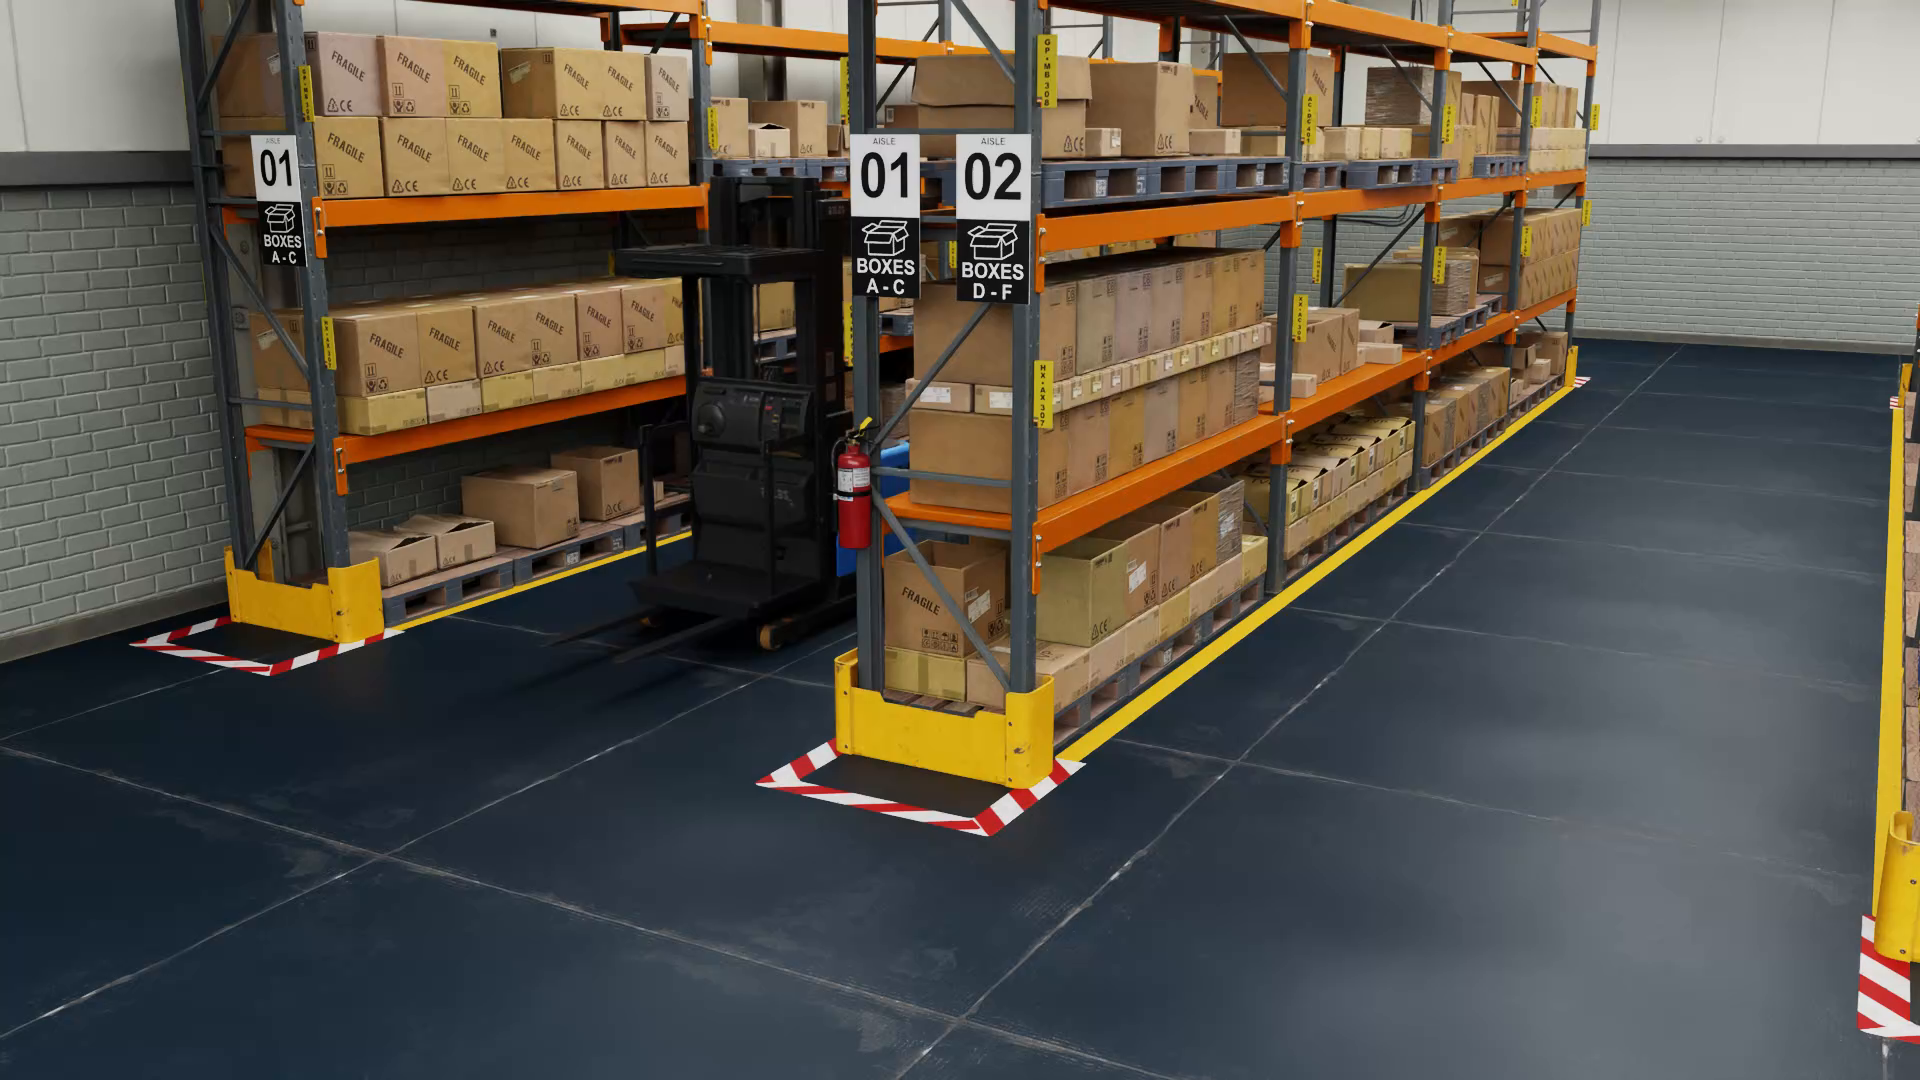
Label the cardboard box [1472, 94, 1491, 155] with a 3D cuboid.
[{"bbox_3d":[5.110,-4.296,17.228,0.600,0.600,0.600,7,15,27],"label":"cardboard box"}]

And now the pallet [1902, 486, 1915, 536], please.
[{"bbox_3d":[8.466,-0.199,13.908,1.003,0.211,1.213,7,15,28],"label":"pallet"}]

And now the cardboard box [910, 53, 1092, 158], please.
[{"bbox_3d":[0.202,-2.207,8.472,0.797,0.503,0.637,9,16,32],"label":"cardboard box"}]

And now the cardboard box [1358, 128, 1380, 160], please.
[{"bbox_3d":[3.093,-3.214,13.490,0.500,0.250,0.500,7,15,27],"label":"cardboard box"}]

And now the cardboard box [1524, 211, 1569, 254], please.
[{"bbox_3d":[7.190,-3.793,20.519,0.500,0.500,0.500,8,16,30],"label":"cardboard box"}]

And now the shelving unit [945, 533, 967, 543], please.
[{"bbox_3d":[0.026,-0.521,13.456,0.215,1.050,0.252,7,15,28],"label":"shelving unit"}]

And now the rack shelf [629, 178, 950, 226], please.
[{"bbox_3d":[-1.518,-3.209,15.577,1.077,0.370,4.000,7,15,28],"label":"rack shelf"}]

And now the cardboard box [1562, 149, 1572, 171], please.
[{"bbox_3d":[7.156,-4.636,20.283,0.500,0.250,0.500,7,15,28],"label":"cardboard box"}]

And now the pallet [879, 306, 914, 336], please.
[{"bbox_3d":[-0.802,-2.259,16.913,1.213,0.211,1.003,7,15,28],"label":"pallet"}]

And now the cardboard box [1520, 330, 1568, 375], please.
[{"bbox_3d":[7.608,-2.451,21.693,0.500,0.500,0.500,7,15,28],"label":"cardboard box"}]

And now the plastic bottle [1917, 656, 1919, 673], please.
[{"bbox_3d":[5.518,0.628,9.401,0.152,0.276,0.135,8,16,30],"label":"plastic bottle"}]

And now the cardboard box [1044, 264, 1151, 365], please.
[{"bbox_3d":[0.675,-1.305,9.566,0.700,0.500,0.500,7,15,28],"label":"cardboard box"}]

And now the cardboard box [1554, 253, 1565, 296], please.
[{"bbox_3d":[7.183,-3.309,20.644,0.500,0.500,0.500,8,15,28],"label":"cardboard box"}]

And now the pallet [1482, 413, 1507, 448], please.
[{"bbox_3d":[5.361,-1.244,18.243,1.003,0.211,1.213,7,15,28],"label":"pallet"}]

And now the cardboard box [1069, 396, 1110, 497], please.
[{"bbox_3d":[0.407,-0.560,9.242,0.700,0.500,0.500,8,16,29],"label":"cardboard box"}]

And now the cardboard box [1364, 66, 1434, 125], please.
[{"bbox_3d":[4.004,-4.032,15.110,0.500,0.500,0.500,7,15,28],"label":"cardboard box"}]

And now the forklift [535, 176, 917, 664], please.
[{"bbox_3d":[-1.486,-0.842,10.772,1.130,2.935,3.031,8,16,30],"label":"forklift"}]

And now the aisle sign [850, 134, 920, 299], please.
[{"bbox_3d":[-0.369,-1.592,8.191,0.394,0.787,0.004,7,15,28],"label":"aisle sign"}]

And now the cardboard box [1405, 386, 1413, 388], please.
[{"bbox_3d":[4.533,-1.382,17.259,0.500,0.500,0.500,7,15,26],"label":"cardboard box"}]

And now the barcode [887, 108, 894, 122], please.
[{"bbox_3d":[-0.356,-2.166,8.478,0.001,0.075,0.075,7,15,28],"label":"barcode"}]

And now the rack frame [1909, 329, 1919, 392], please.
[{"bbox_3d":[11.989,-3.029,19.699,1.000,3.000,0.127,7,15,28],"label":"rack frame"}]

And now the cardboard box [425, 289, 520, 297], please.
[{"bbox_3d":[-3.635,-1.603,12.461,0.500,0.500,0.500,8,16,29],"label":"cardboard box"}]

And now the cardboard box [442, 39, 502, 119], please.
[{"bbox_3d":[-3.495,-3.127,11.314,0.500,0.500,0.500,8,16,30],"label":"cardboard box"}]

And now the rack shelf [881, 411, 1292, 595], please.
[{"bbox_3d":[0.887,-0.369,10.200,1.077,0.370,4.000,7,15,28],"label":"rack shelf"}]

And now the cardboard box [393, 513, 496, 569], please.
[{"bbox_3d":[-3.729,-0.025,12.034,0.500,0.311,0.500,9,16,33],"label":"cardboard box"}]

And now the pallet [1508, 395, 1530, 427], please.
[{"bbox_3d":[6.054,-1.556,19.537,1.003,0.211,1.213,7,15,28],"label":"pallet"}]

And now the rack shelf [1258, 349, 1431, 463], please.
[{"bbox_3d":[2.821,-1.190,13.604,1.077,0.370,4.000,7,15,28],"label":"rack shelf"}]

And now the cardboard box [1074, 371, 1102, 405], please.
[{"bbox_3d":[0.545,-0.834,8.996,0.380,0.149,0.250,7,15,28],"label":"cardboard box"}]

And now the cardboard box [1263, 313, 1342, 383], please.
[{"bbox_3d":[2.736,-1.544,13.327,0.500,0.500,0.500,7,15,28],"label":"cardboard box"}]

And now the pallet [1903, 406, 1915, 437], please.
[{"bbox_3d":[10.966,-1.260,18.308,1.003,0.211,1.213,7,15,28],"label":"pallet"}]

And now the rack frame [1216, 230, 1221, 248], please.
[{"bbox_3d":[3.317,-4.152,24.355,1.000,3.000,0.127,7,15,28],"label":"rack frame"}]

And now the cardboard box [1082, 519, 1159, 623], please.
[{"bbox_3d":[0.844,0.168,9.809,0.500,0.500,0.500,7,15,28],"label":"cardboard box"}]

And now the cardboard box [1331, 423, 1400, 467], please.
[{"bbox_3d":[3.504,-0.847,14.422,0.500,0.311,0.500,7,15,27],"label":"cardboard box"}]

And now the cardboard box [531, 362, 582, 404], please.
[{"bbox_3d":[-3.168,-1.186,12.328,0.500,0.250,0.500,8,15,29],"label":"cardboard box"}]

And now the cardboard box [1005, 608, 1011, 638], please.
[{"bbox_3d":[0.152,0.576,9.713,0.500,0.250,0.500,7,15,28],"label":"cardboard box"}]

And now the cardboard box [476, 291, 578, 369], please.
[{"bbox_3d":[-3.182,-1.547,12.229,0.500,0.500,0.500,8,16,30],"label":"cardboard box"}]

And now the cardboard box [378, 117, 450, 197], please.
[{"bbox_3d":[-3.747,-2.532,10.980,0.500,0.500,0.500,9,16,32],"label":"cardboard box"}]

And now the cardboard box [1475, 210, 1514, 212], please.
[{"bbox_3d":[6.717,-3.855,20.775,0.500,0.500,0.500,8,16,29],"label":"cardboard box"}]

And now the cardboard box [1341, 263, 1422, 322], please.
[{"bbox_3d":[3.993,-2.345,15.750,0.700,0.500,0.500,2,14,9],"label":"cardboard box"}]

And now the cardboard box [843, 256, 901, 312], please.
[{"bbox_3d":[-1.016,-2.558,16.590,0.700,0.500,0.500,6,15,23],"label":"cardboard box"}]

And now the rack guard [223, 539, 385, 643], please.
[{"bbox_3d":[-4.381,0.330,11.096,1.175,0.500,0.348,7,15,28],"label":"rack guard"}]

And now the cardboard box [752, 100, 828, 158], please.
[{"bbox_3d":[-1.554,-3.757,15.207,0.500,0.500,0.500,7,15,26],"label":"cardboard box"}]

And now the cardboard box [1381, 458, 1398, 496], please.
[{"bbox_3d":[3.500,-0.576,14.492,0.500,0.250,0.500,7,15,27],"label":"cardboard box"}]

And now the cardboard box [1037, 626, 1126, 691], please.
[{"bbox_3d":[0.612,0.636,9.466,0.500,0.250,0.500,7,15,28],"label":"cardboard box"}]

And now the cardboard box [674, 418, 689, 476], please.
[{"bbox_3d":[-2.143,-0.841,15.018,0.700,0.500,0.500,8,16,30],"label":"cardboard box"}]

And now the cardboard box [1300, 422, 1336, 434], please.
[{"bbox_3d":[3.031,-0.907,14.670,0.500,0.311,0.500,7,15,27],"label":"cardboard box"}]

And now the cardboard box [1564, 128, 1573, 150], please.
[{"bbox_3d":[7.143,-4.881,20.231,0.500,0.250,0.500,7,15,28],"label":"cardboard box"}]

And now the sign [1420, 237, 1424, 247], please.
[{"bbox_3d":[5.242,-3.251,18.773,0.100,0.325,0.005,7,15,28],"label":"sign"}]

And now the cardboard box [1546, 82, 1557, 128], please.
[{"bbox_3d":[6.525,-5.057,19.364,0.700,0.500,0.500,7,15,28],"label":"cardboard box"}]

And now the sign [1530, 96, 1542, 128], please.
[{"bbox_3d":[6.209,-4.610,17.910,0.100,0.325,0.005,7,15,28],"label":"sign"}]

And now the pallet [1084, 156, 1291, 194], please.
[{"bbox_3d":[1.464,-2.367,10.739,1.003,0.211,1.213,7,15,28],"label":"pallet"}]

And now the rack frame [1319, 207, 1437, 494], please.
[{"bbox_3d":[3.787,-1.950,15.222,1.000,3.000,0.127,7,15,28],"label":"rack frame"}]

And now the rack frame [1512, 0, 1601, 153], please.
[{"bbox_3d":[7.655,-6.508,21.327,1.000,3.000,0.127,7,15,28],"label":"rack frame"}]

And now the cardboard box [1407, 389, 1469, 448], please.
[{"bbox_3d":[4.753,-1.220,16.589,0.500,0.500,0.500,7,15,27],"label":"cardboard box"}]

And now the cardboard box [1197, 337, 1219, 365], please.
[{"bbox_3d":[1.416,-1.205,10.533,0.380,0.149,0.250,7,15,28],"label":"cardboard box"}]

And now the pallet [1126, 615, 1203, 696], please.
[{"bbox_3d":[0.844,0.636,10.445,1.003,0.211,1.213,7,15,28],"label":"pallet"}]

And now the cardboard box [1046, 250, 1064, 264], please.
[{"bbox_3d":[0.892,-3.203,19.528,0.500,0.500,0.500,7,15,28],"label":"cardboard box"}]

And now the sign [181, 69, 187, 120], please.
[{"bbox_3d":[-4.894,-2.825,10.561,0.100,0.325,0.005,7,15,28],"label":"sign"}]
